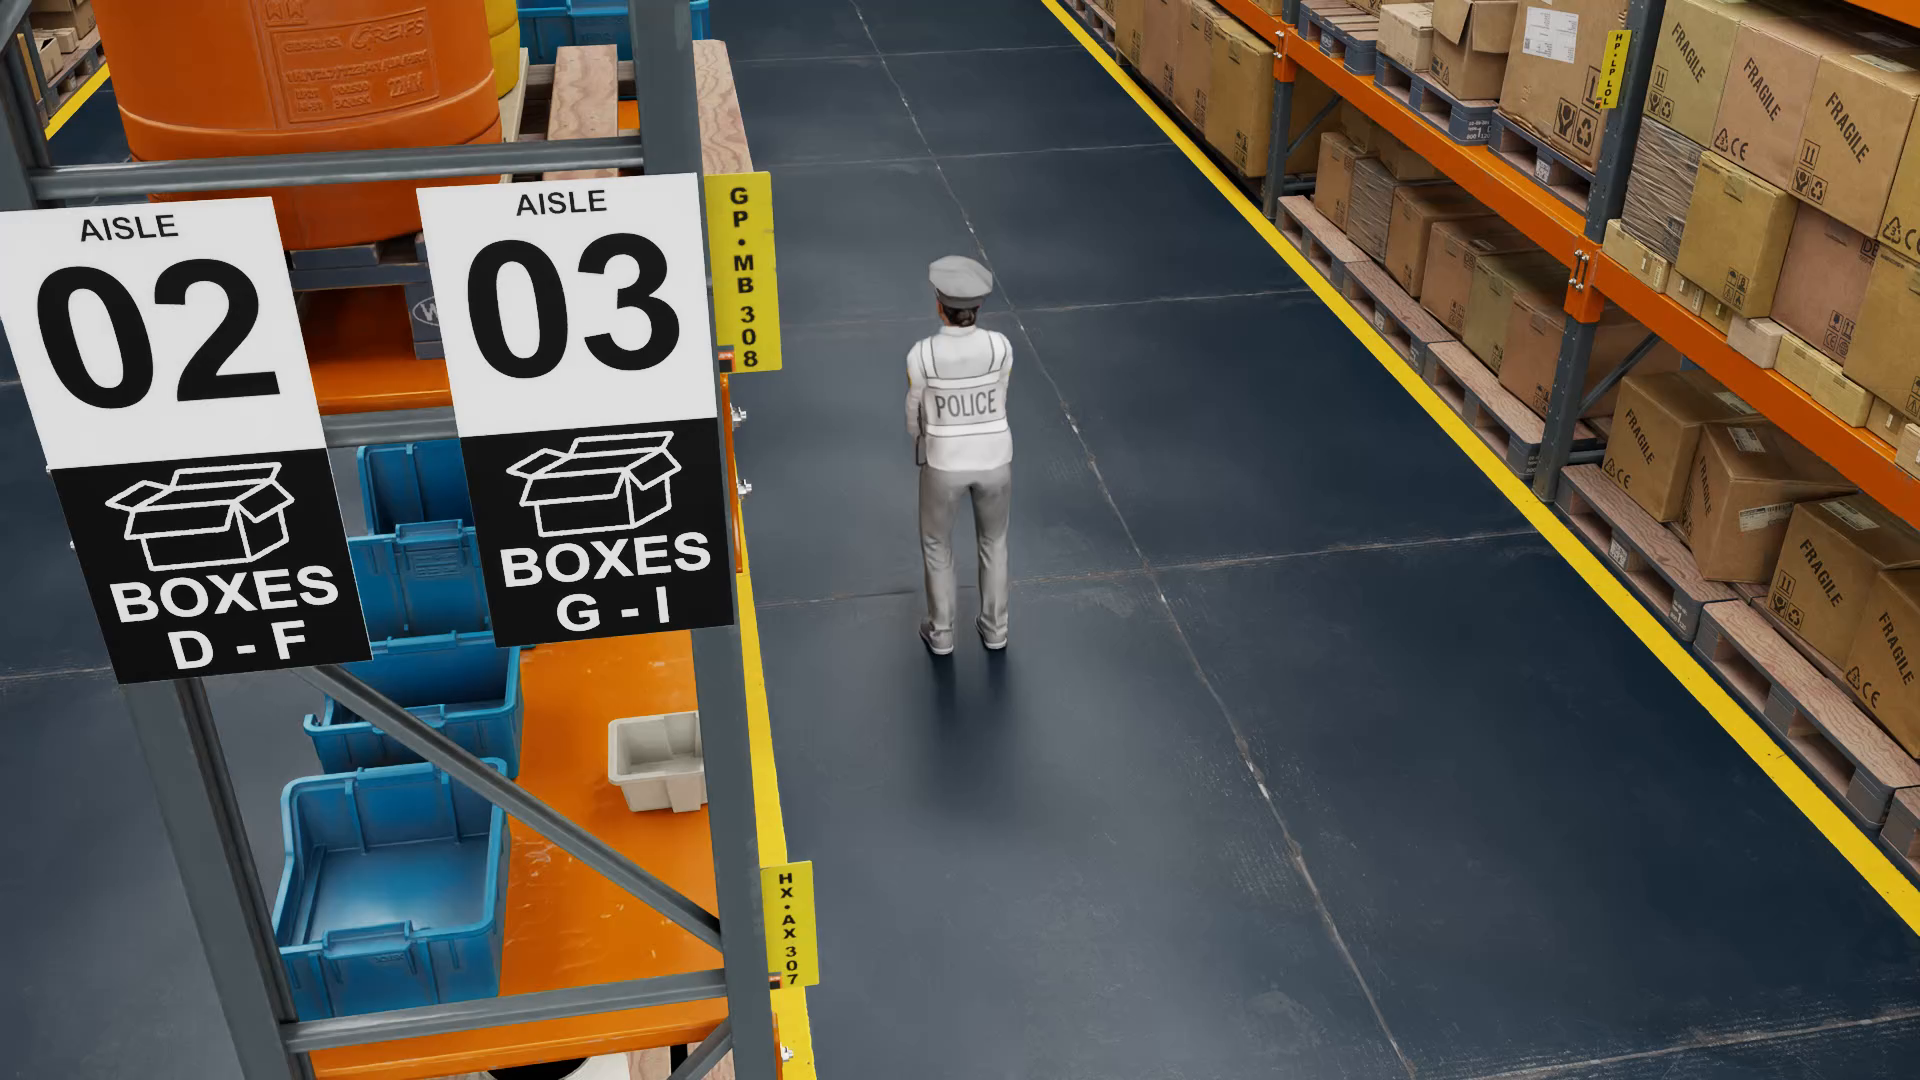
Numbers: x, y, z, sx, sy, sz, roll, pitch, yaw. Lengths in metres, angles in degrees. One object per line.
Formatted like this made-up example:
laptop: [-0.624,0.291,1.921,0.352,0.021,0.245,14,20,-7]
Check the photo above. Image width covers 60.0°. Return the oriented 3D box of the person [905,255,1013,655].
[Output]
person: [-0.010,-0.336,6.694,0.416,1.674,0.535,-6,31,-10]
